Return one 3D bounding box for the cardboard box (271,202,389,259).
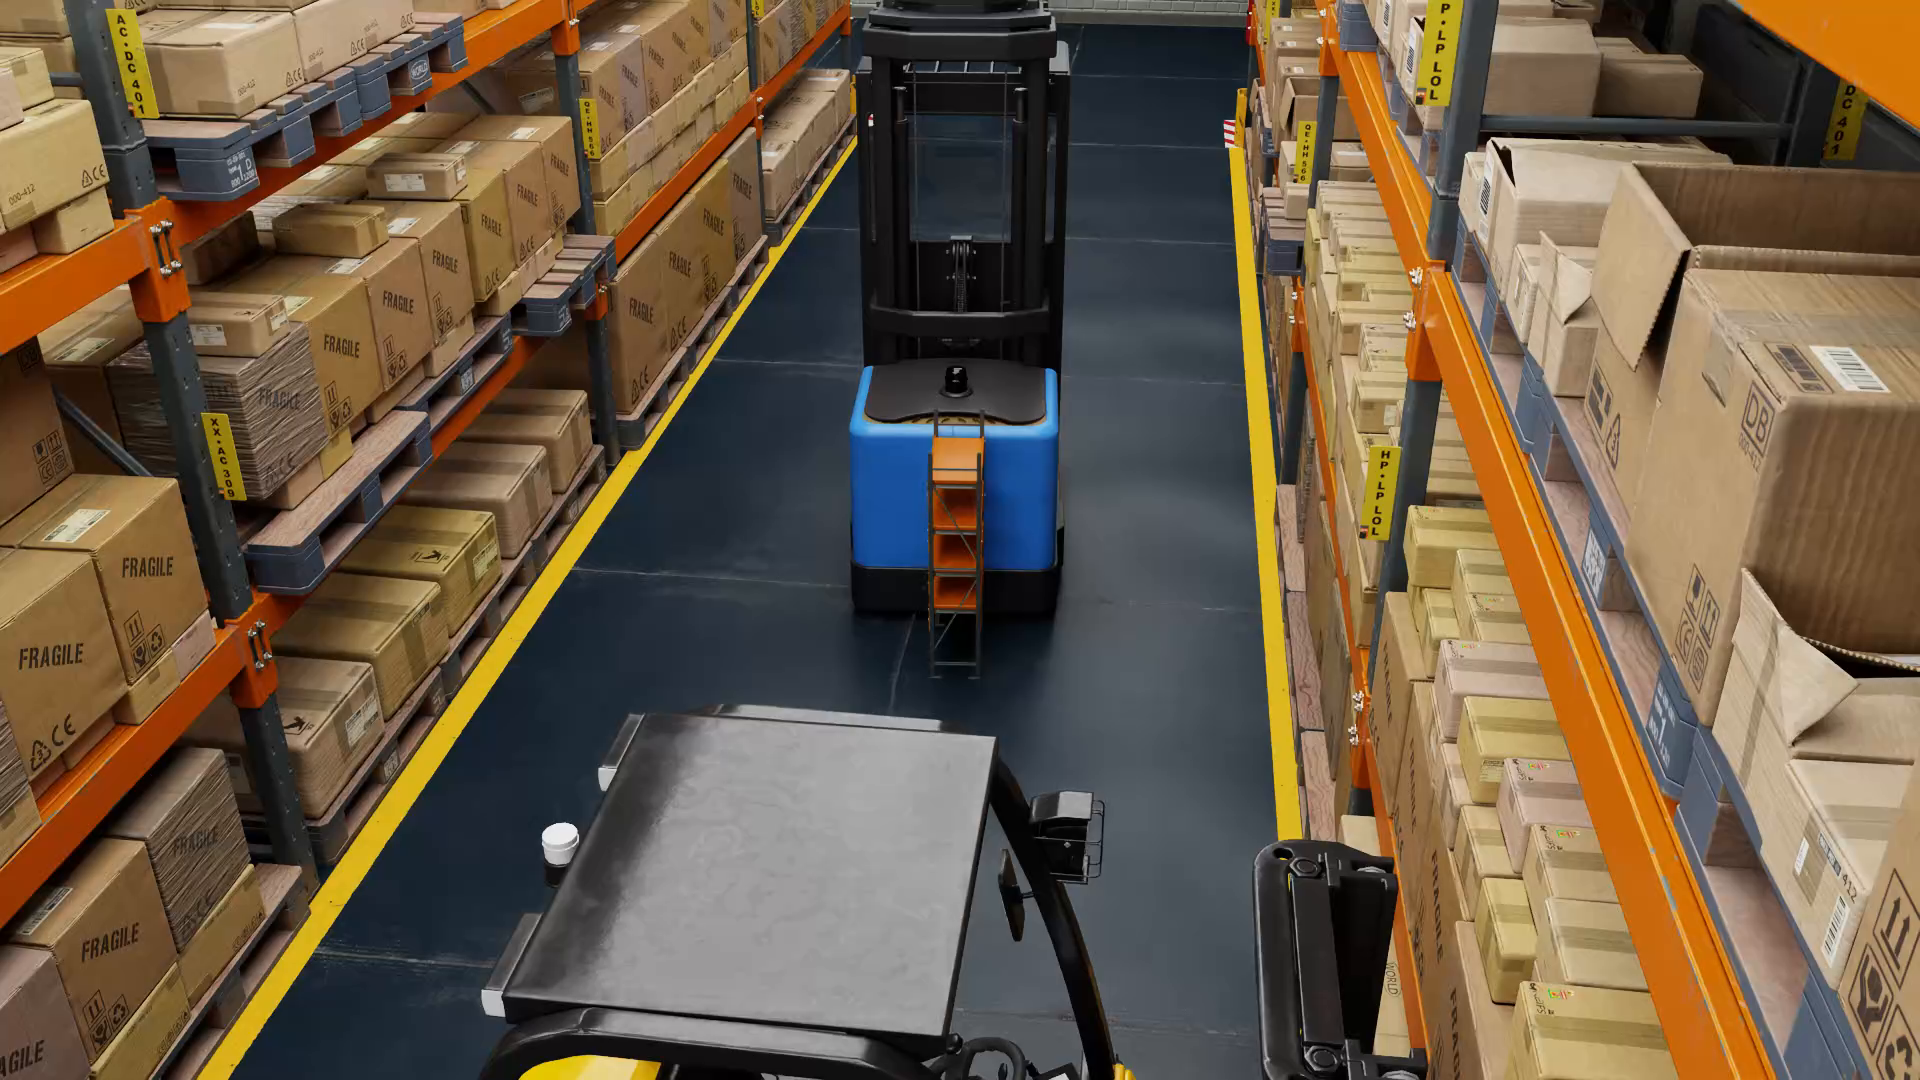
[{"bbox_3d":[-2.626,-1.294,6.944,0.380,0.149,0.250,5,29,9],"label":"cardboard box"}]

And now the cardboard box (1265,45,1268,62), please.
[{"bbox_3d":[2.708,-3.965,13.292,0.500,0.250,0.500,3,29,6],"label":"cardboard box"}]

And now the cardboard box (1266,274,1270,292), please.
[{"bbox_3d":[2.503,-2.028,12.045,0.500,0.500,0.500,3,28,6],"label":"cardboard box"}]

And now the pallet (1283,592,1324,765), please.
[{"bbox_3d":[2.059,0.659,7.804,1.003,0.211,1.213,3,28,6],"label":"pallet"}]

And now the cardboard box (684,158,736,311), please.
[{"bbox_3d":[-2.185,-2.224,12.012,0.875,0.875,0.875,4,29,8],"label":"cardboard box"}]

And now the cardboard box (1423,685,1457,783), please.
[{"bbox_3d":[1.422,0.519,4.334,0.380,0.149,0.250,4,29,7],"label":"cardboard box"}]

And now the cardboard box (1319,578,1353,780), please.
[{"bbox_3d":[2.016,0.606,7.024,0.875,0.625,0.625,3,28,6],"label":"cardboard box"}]

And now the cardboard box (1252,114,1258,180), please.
[{"bbox_3d":[2.855,-3.451,14.686,0.500,0.500,0.500,4,29,7],"label":"cardboard box"}]

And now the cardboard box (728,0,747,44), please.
[{"bbox_3d":[-1.891,-3.956,12.270,0.500,0.500,0.500,4,29,8],"label":"cardboard box"}]

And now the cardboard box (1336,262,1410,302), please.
[{"bbox_3d":[1.872,-1.115,7.368,0.380,0.149,0.250,4,29,7],"label":"cardboard box"}]

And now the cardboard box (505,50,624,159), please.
[{"bbox_3d":[-2.273,-2.515,9.597,0.500,0.500,0.500,2,28,5],"label":"cardboard box"}]

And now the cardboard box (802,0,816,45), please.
[{"bbox_3d":[-1.572,-4.659,14.629,0.500,0.500,0.500,4,29,8],"label":"cardboard box"}]

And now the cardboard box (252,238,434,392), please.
[{"bbox_3d":[-2.589,-0.962,7.011,0.500,0.500,0.500,3,28,6],"label":"cardboard box"}]

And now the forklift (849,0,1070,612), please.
[{"bbox_3d":[0.024,-1.585,9.102,1.130,2.935,3.031,1,28,2],"label":"forklift"}]

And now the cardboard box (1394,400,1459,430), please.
[{"bbox_3d":[1.778,-0.382,6.007,0.380,0.149,0.250,3,28,6],"label":"cardboard box"}]

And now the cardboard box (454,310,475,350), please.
[{"bbox_3d":[-2.494,-0.986,7.739,0.380,0.149,0.250,2,28,5],"label":"cardboard box"}]

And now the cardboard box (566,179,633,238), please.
[{"bbox_3d":[-2.266,-1.963,9.889,0.500,0.250,0.500,3,28,5],"label":"cardboard box"}]

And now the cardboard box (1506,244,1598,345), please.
[{"bbox_3d":[1.410,-0.527,3.620,0.380,0.149,0.250,4,29,8],"label":"cardboard box"}]

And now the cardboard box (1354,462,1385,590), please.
[{"bbox_3d":[1.667,-0.044,5.800,0.500,0.250,0.500,3,28,5],"label":"cardboard box"}]

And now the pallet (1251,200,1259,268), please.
[{"bbox_3d":[2.926,-2.505,13.677,1.003,0.211,1.213,3,28,6],"label":"pallet"}]

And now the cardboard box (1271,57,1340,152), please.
[{"bbox_3d":[2.400,-2.810,10.756,0.700,0.500,0.500,3,28,6],"label":"cardboard box"}]

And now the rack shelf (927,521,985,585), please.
[{"bbox_3d":[-0.014,0.082,7.975,0.258,0.148,0.480,1,28,2],"label":"rack shelf"}]

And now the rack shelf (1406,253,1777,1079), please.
[{"bbox_3d":[1.616,0.294,3.138,1.077,0.370,4.000,3,28,6],"label":"rack shelf"}]

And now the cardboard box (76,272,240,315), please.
[{"bbox_3d":[-3.178,-0.755,6.626,0.500,0.500,0.500,4,29,6],"label":"cardboard box"}]

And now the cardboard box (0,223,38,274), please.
[{"bbox_3d":[-2.920,-0.860,4.787,0.380,0.149,0.250,4,29,7],"label":"cardboard box"}]

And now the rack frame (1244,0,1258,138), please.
[{"bbox_3d":[3.331,-5.292,15.911,1.000,3.000,0.127,3,28,6],"label":"rack frame"}]

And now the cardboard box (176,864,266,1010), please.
[{"bbox_3d":[-2.872,1.389,5.965,0.500,0.250,0.500,5,29,9],"label":"cardboard box"}]

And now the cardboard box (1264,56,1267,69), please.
[{"bbox_3d":[2.710,-3.955,13.693,0.380,0.149,0.250,3,28,5],"label":"cardboard box"}]

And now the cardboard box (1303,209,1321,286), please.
[{"bbox_3d":[2.029,-1.487,8.479,0.500,0.250,0.500,3,28,6],"label":"cardboard box"}]

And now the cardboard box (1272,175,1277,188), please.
[{"bbox_3d":[2.533,-2.626,12.471,0.380,0.149,0.250,5,29,9],"label":"cardboard box"}]

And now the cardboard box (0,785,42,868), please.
[{"bbox_3d":[-2.924,0.828,4.816,0.380,0.149,0.250,3,28,5],"label":"cardboard box"}]

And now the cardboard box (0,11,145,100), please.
[{"bbox_3d":[-3.138,-1.653,5.709,0.500,0.250,0.500,3,28,5],"label":"cardboard box"}]

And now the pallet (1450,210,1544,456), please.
[{"bbox_3d":[1.782,-0.522,3.988,1.003,0.211,1.213,3,28,6],"label":"pallet"}]

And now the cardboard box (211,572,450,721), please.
[{"bbox_3d":[-2.919,0.456,7.569,0.950,0.372,0.625,5,29,9],"label":"cardboard box"}]

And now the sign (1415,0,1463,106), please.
[{"bbox_3d":[1.321,-1.357,4.567,0.100,0.325,0.005,3,28,6],"label":"sign"}]

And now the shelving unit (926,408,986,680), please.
[{"bbox_3d":[-0.014,0.023,7.943,0.258,1.200,0.503,1,28,2],"label":"shelving unit"}]

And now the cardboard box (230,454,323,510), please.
[{"bbox_3d":[-2.685,-0.247,6.367,0.380,0.149,0.250,4,29,7],"label":"cardboard box"}]

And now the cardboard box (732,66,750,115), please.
[{"bbox_3d":[-1.890,-3.404,12.565,0.500,0.250,0.500,3,28,5],"label":"cardboard box"}]

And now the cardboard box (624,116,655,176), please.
[{"bbox_3d":[-2.204,-2.435,10.238,0.500,0.250,0.500,4,29,7],"label":"cardboard box"}]

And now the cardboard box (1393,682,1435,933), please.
[{"bbox_3d":[1.500,0.752,4.586,0.500,0.500,0.500,4,29,7],"label":"cardboard box"}]

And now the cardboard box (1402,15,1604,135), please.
[{"bbox_3d":[1.708,-1.509,5.271,0.500,0.311,0.500,2,28,5],"label":"cardboard box"}]

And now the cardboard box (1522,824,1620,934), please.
[{"bbox_3d":[1.435,0.758,3.578,0.380,0.149,0.250,3,29,6],"label":"cardboard box"}]

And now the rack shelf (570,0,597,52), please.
[{"bbox_3d":[-2.331,-3.759,10.660,1.077,0.370,4.000,3,28,6],"label":"rack shelf"}]

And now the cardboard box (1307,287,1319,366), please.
[{"bbox_3d":[1.987,-1.029,8.156,0.500,0.250,0.500,3,28,5],"label":"cardboard box"}]

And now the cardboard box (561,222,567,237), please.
[{"bbox_3d":[-2.382,-1.720,9.101,0.380,0.149,0.250,4,29,8],"label":"cardboard box"}]

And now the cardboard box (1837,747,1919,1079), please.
[{"bbox_3d":[1.183,0.423,1.486,0.500,0.500,0.500,4,29,8],"label":"cardboard box"}]

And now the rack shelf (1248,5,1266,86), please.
[{"bbox_3d":[3.086,-4.034,14.334,1.077,0.370,4.000,3,28,6],"label":"rack shelf"}]

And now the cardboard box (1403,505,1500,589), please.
[{"bbox_3d":[1.527,0.028,4.932,0.380,0.149,0.250,4,29,7],"label":"cardboard box"}]

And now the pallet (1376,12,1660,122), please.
[{"bbox_3d":[2.222,-1.913,6.674,1.003,0.211,1.213,5,29,9],"label":"pallet"}]

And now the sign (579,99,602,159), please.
[{"bbox_3d":[-2.036,-2.261,9.147,0.100,0.325,0.005,3,28,6],"label":"sign"}]

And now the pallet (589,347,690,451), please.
[{"bbox_3d":[-2.404,-0.952,10.795,1.003,0.211,1.213,3,28,6],"label":"pallet"}]
